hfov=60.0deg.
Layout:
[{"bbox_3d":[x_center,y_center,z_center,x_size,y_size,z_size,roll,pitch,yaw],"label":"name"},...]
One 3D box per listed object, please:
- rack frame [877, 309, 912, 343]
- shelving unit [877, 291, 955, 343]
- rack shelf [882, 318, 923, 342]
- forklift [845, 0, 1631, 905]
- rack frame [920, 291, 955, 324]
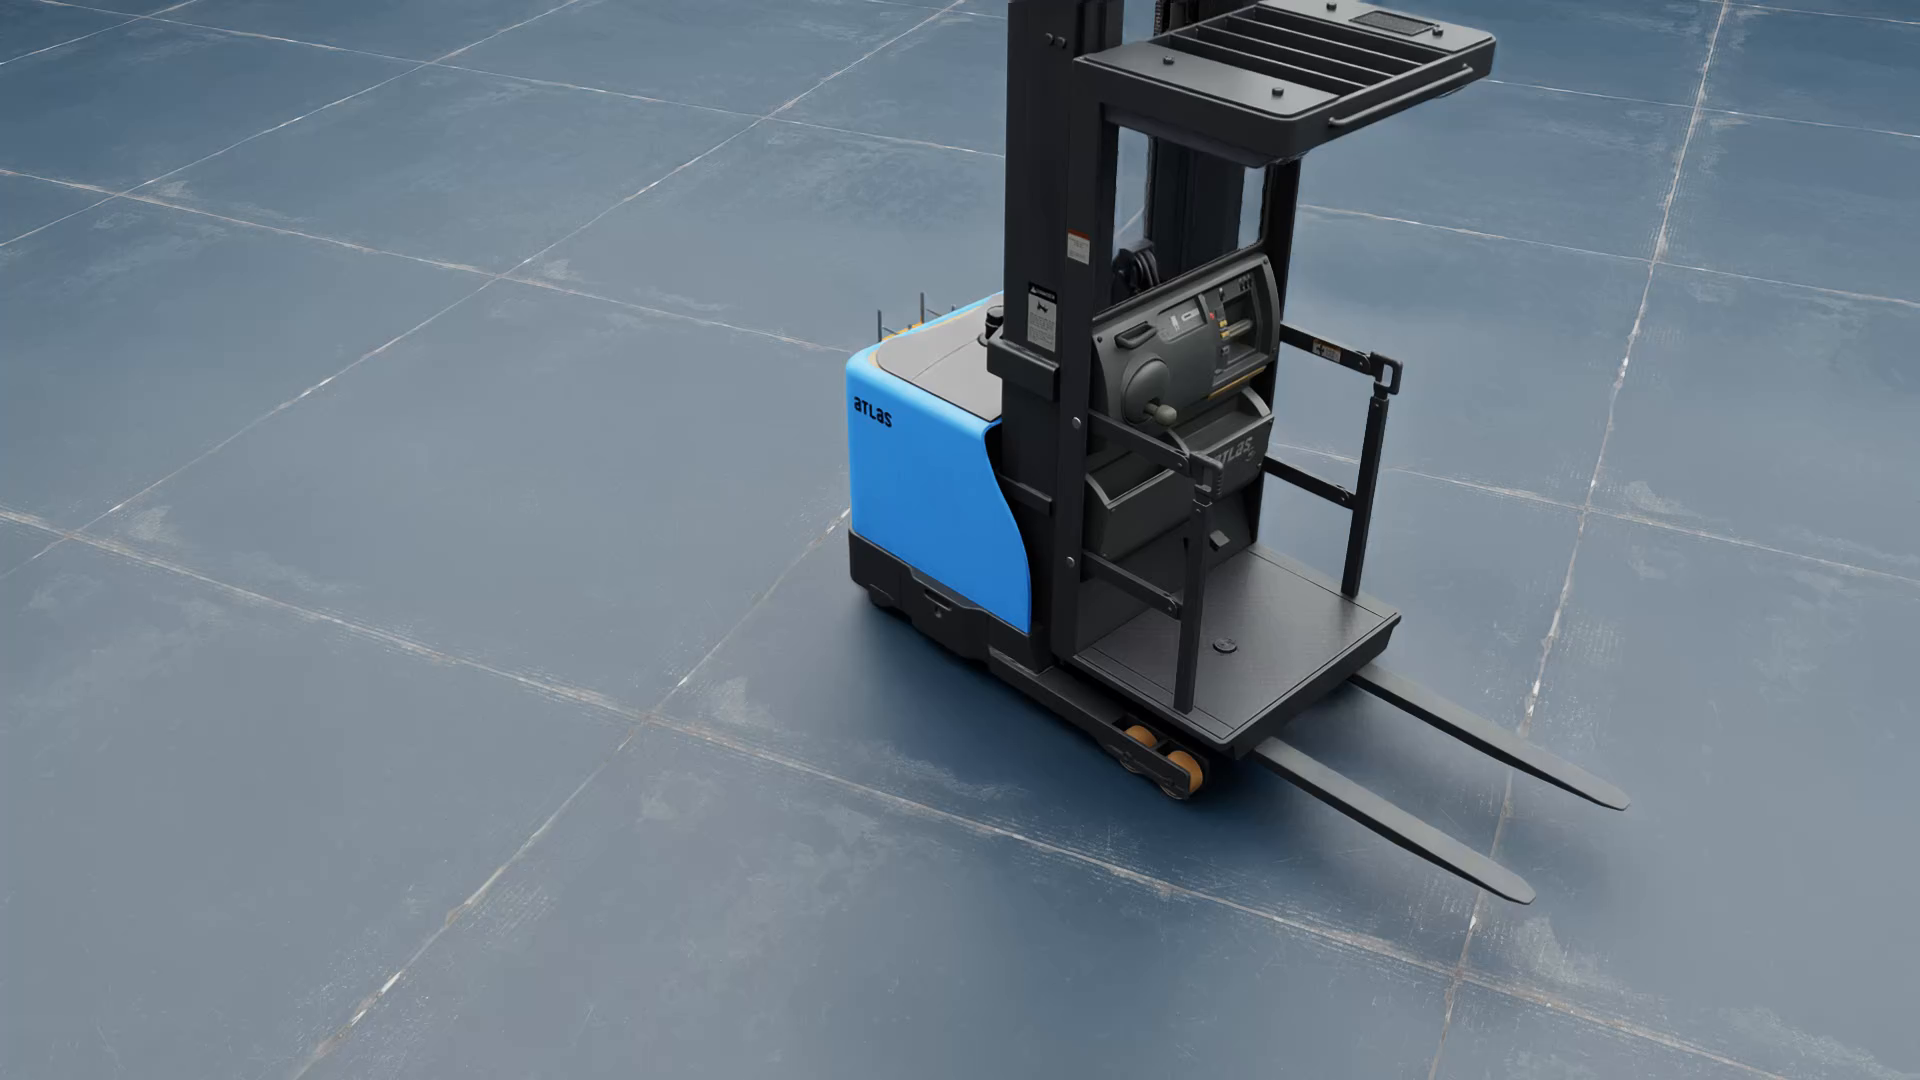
[{"bbox_3d":[-0.264,-0.460,6.995,0.200,1.050,0.008,29,43,36],"label":"rack frame"},{"bbox_3d":[-0.178,-0.508,7.067,0.215,1.050,0.252,29,43,36],"label":"shelving unit"},{"bbox_3d":[-0.178,-0.736,6.917,0.215,0.259,0.240,29,43,36],"label":"rack shelf"},{"bbox_3d":[0.933,-0.636,5.547,1.130,2.935,3.031,-28,43,-36],"label":"forklift"},{"bbox_3d":[-0.092,-0.555,7.139,0.200,1.050,0.008,29,43,36],"label":"rack frame"}]
